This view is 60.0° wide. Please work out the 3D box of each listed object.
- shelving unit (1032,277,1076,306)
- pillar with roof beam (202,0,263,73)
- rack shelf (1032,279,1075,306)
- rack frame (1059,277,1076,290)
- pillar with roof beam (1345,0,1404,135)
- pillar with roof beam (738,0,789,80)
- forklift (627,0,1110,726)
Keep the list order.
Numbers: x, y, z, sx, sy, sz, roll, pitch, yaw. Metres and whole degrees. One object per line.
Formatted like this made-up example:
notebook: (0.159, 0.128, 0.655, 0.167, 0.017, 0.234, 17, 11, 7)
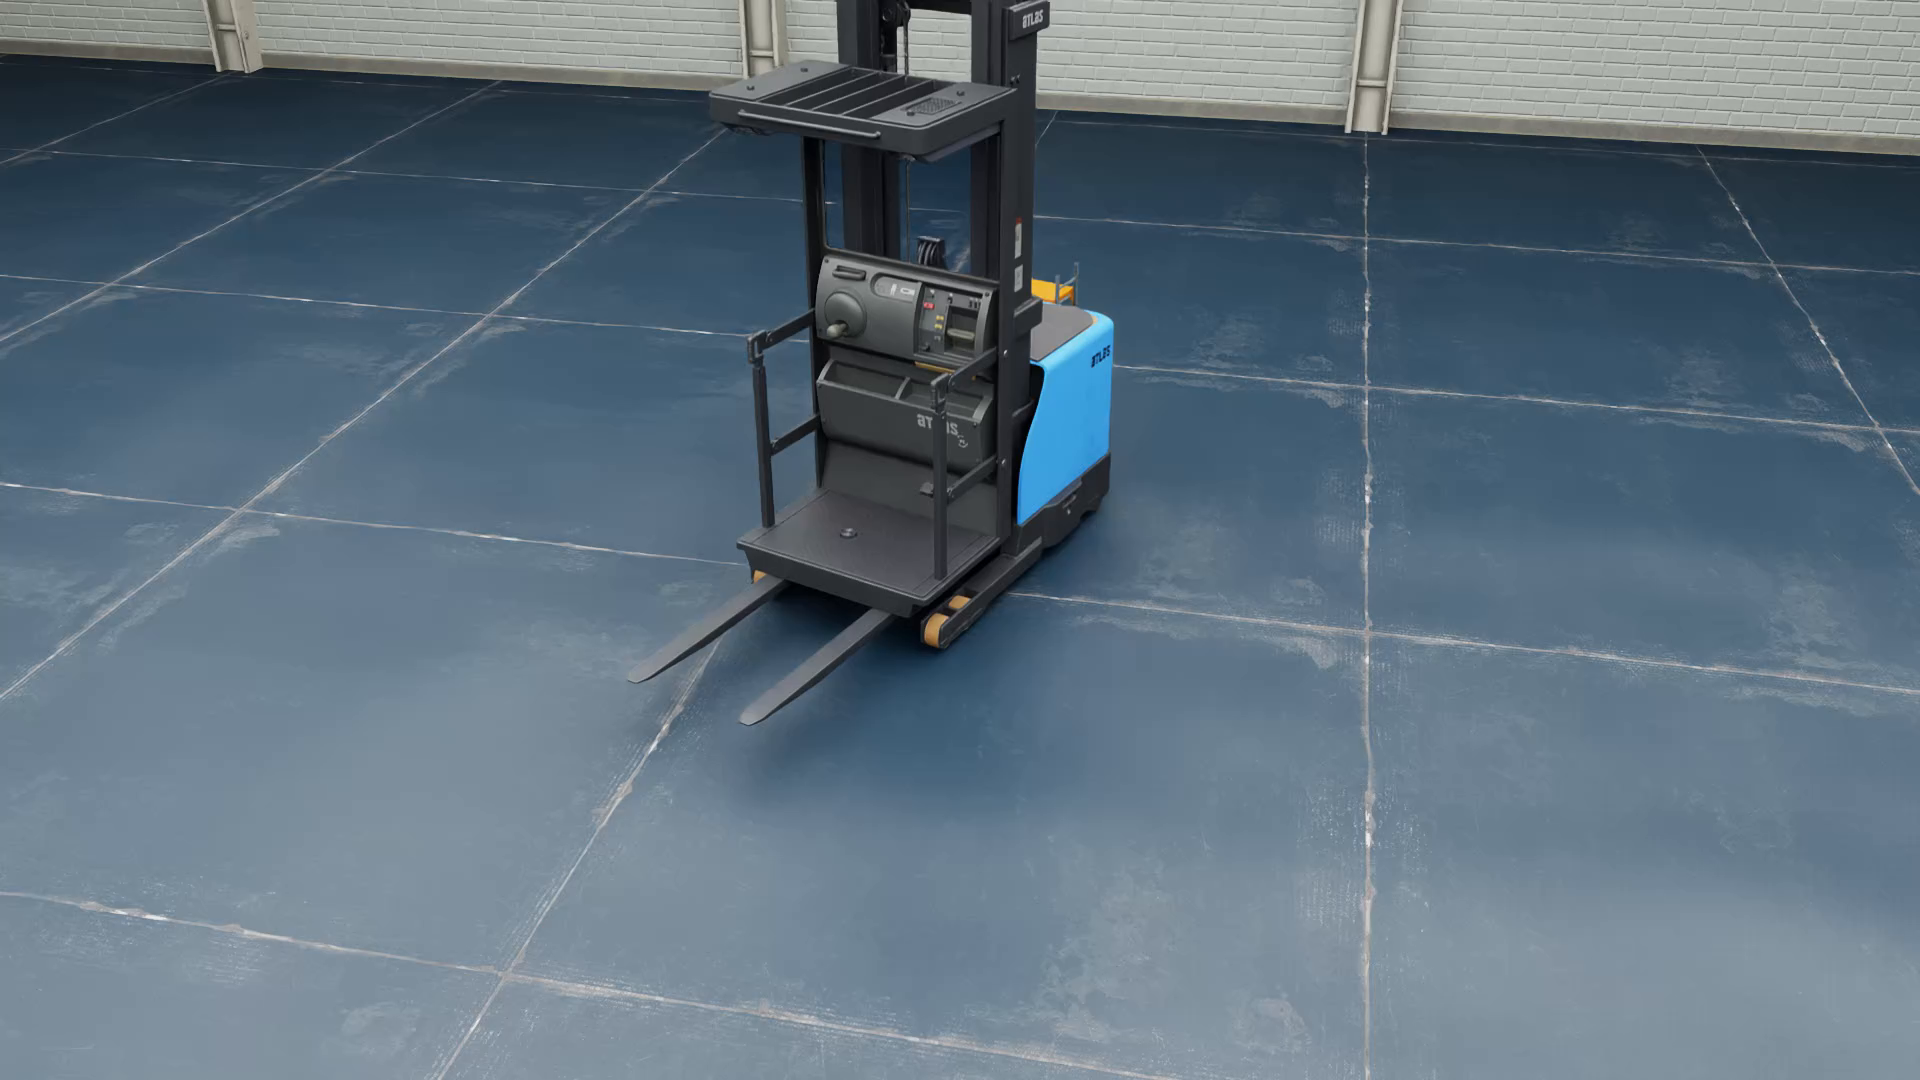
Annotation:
shelving unit: (0.362, -0.984, 9.299, 0.499, 1.200, 0.258, 16, 32, 27)
pillar with roof beam: (-8.743, -7.065, 12.283, 0.400, 9.000, 9.100, 6, 29, 11)
rack shelf: (0.364, -1.328, 9.109, 0.480, 0.148, 0.258, 16, 32, 27)
rack frame: (0.574, -0.924, 9.189, 0.006, 1.046, 0.228, 16, 32, 27)
pillar with roof beam: (2.992, -5.861, 10.085, 0.400, 9.000, 9.100, 6, 29, 11)
pillar with roof beam: (-2.875, -6.463, 11.184, 0.400, 9.000, 9.100, 6, 29, 11)
forklift: (-0.379, -1.028, 7.576, 1.121, 2.935, 3.031, 16, 33, 27)
